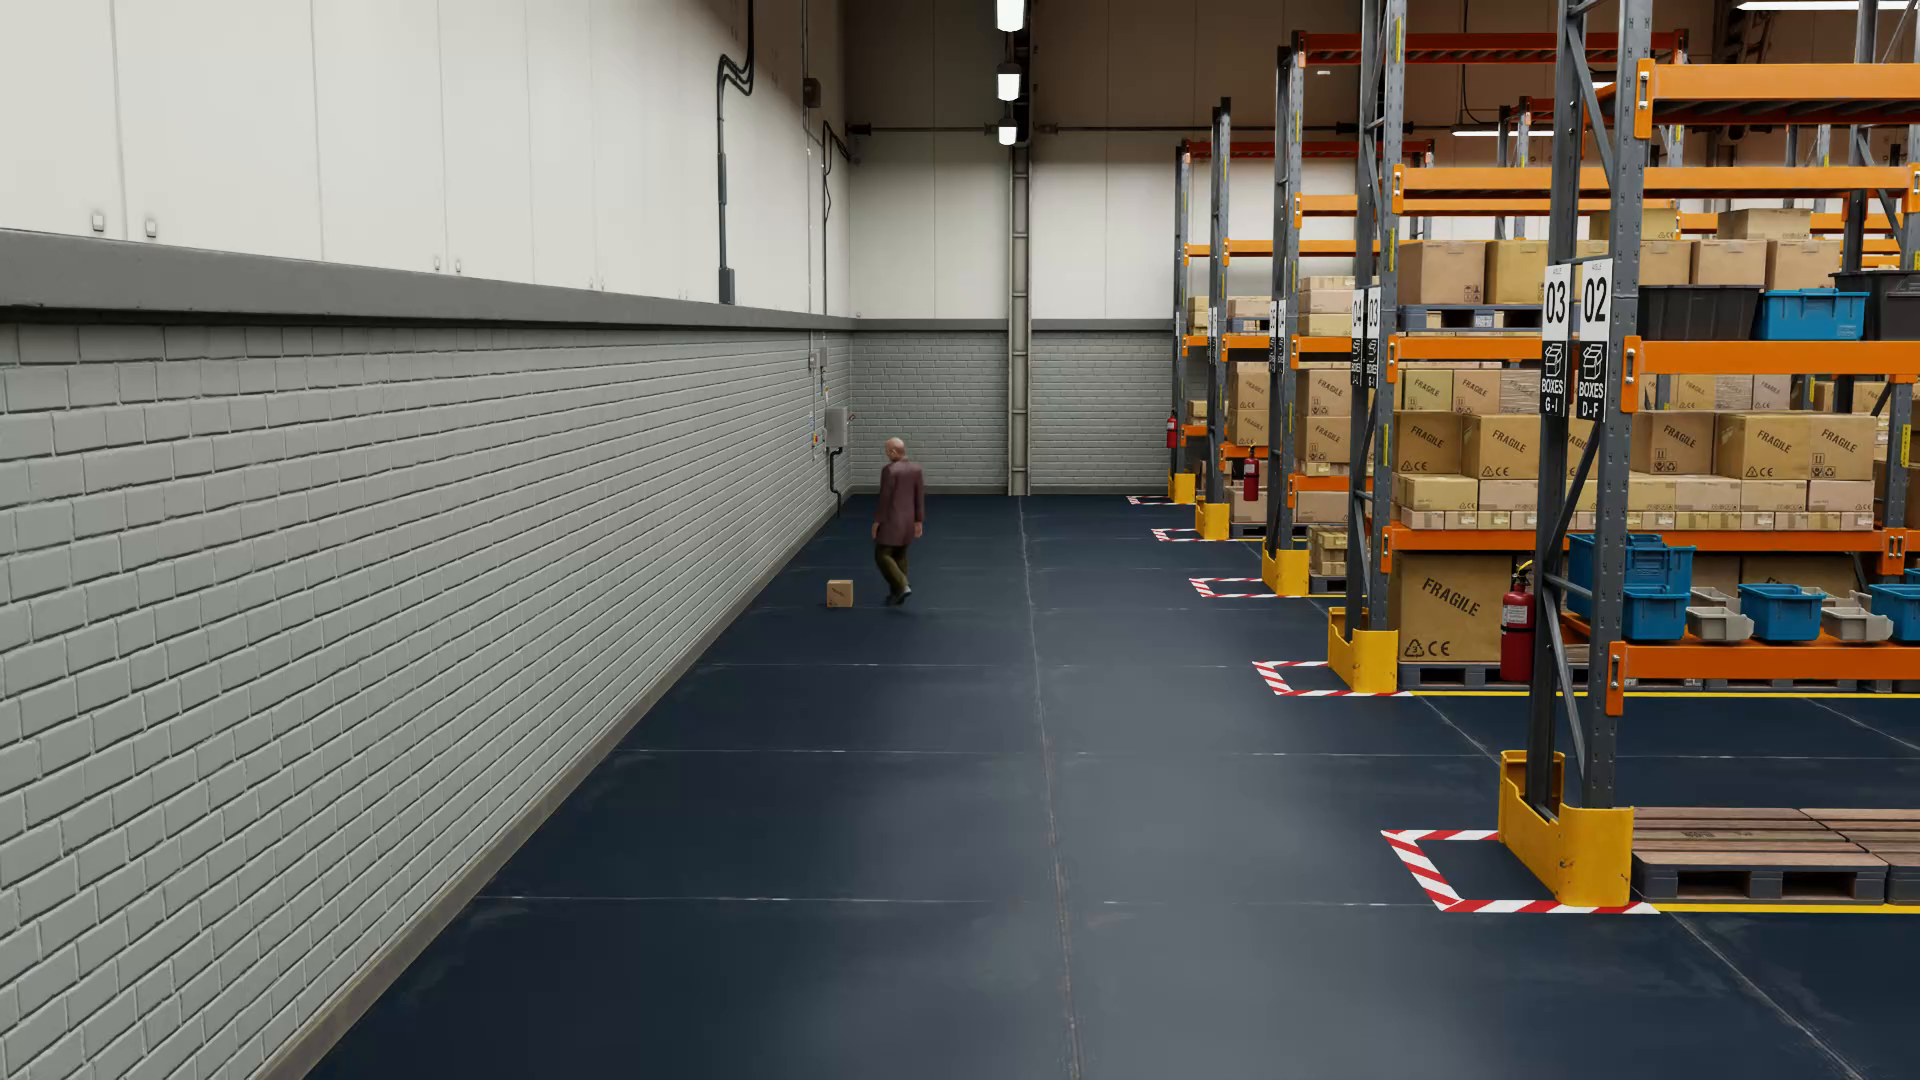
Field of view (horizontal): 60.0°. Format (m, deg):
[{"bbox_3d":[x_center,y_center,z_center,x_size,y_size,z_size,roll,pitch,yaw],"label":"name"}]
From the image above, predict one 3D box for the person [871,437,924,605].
[{"bbox_3d":[-0.653,-0.180,17.247,0.636,1.770,0.794,-7,10,-44],"label":"person"}]
